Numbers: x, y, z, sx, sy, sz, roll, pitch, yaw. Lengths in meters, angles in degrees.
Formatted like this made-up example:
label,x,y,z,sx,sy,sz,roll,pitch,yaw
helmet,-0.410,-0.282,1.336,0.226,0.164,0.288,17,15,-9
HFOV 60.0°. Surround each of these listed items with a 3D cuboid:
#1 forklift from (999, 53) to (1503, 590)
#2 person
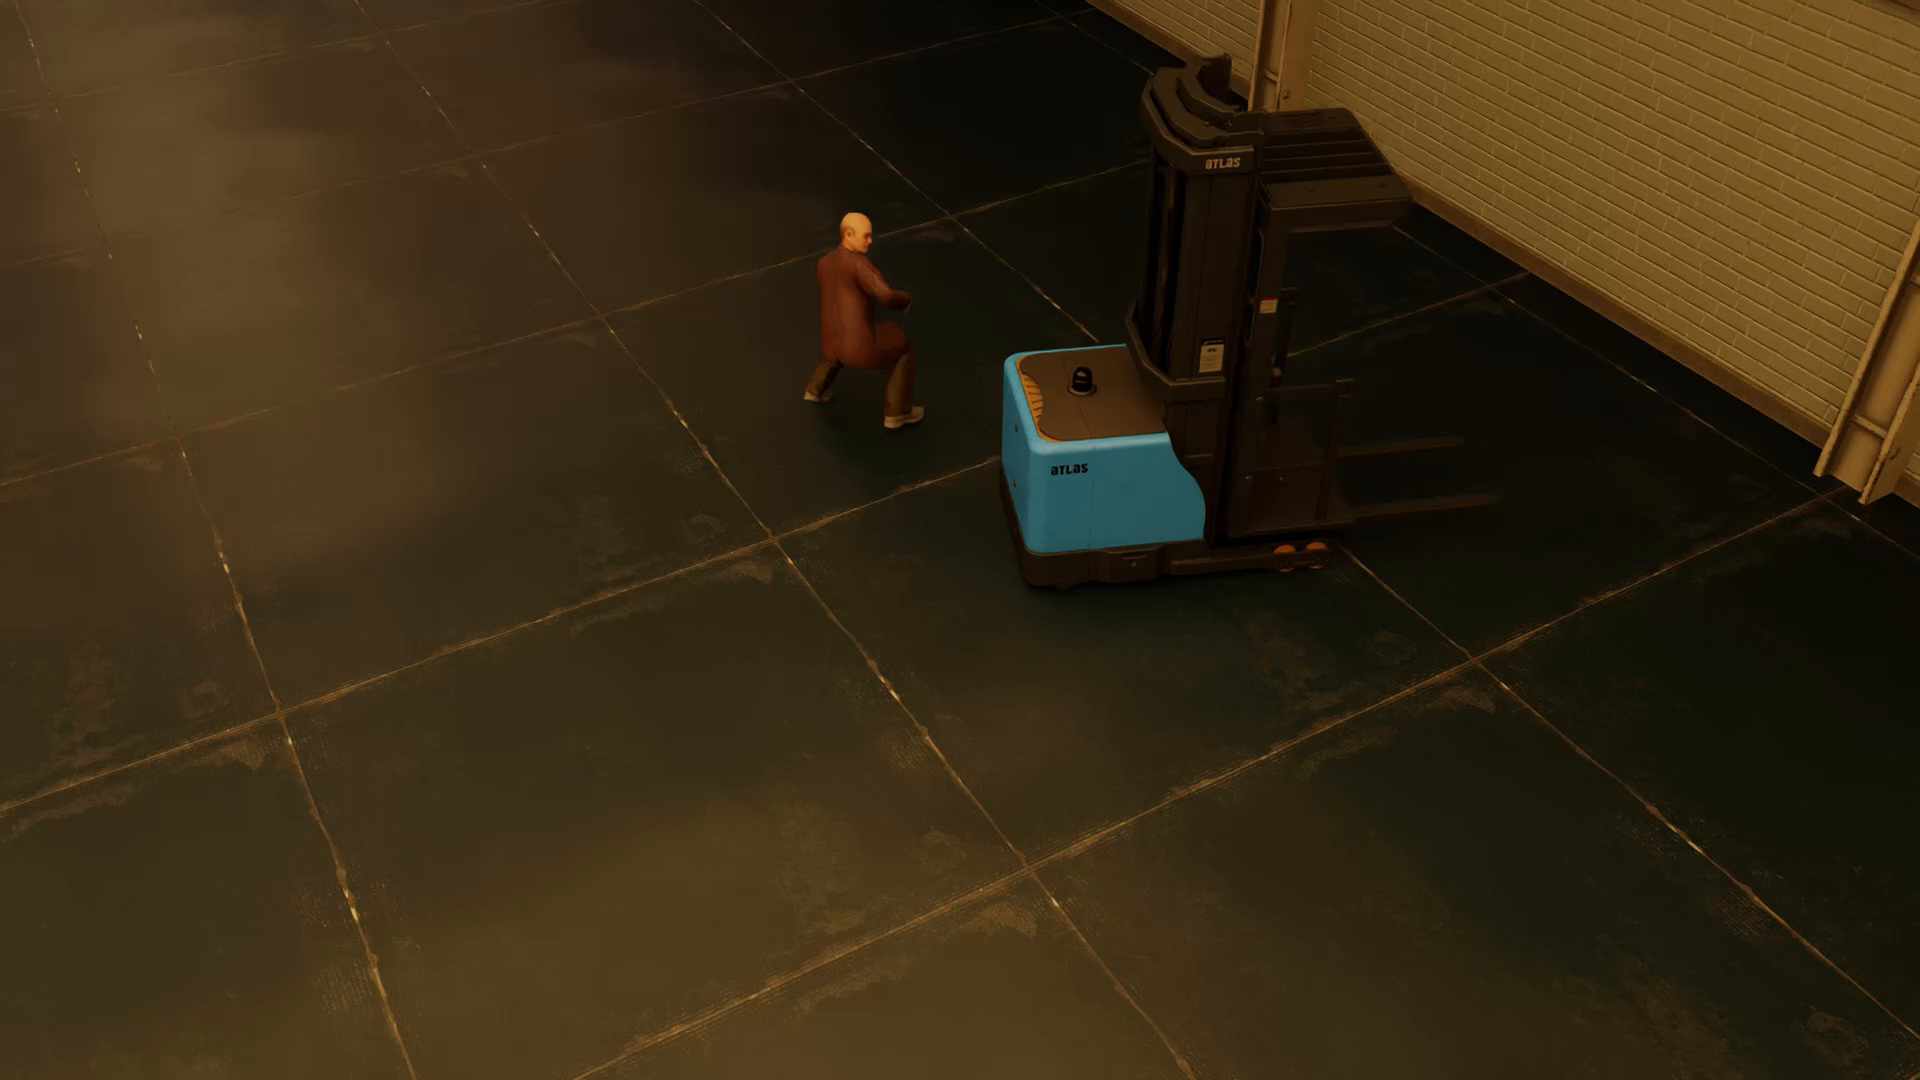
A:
label,x,y,z,sx,sy,sz,roll,pitch,yaw
forklift,1.811,-1.264,9.560,3.031,2.935,1.130,-6,40,-7
person,-0.616,-1.441,10.940,0.879,1.548,0.861,26,46,28
